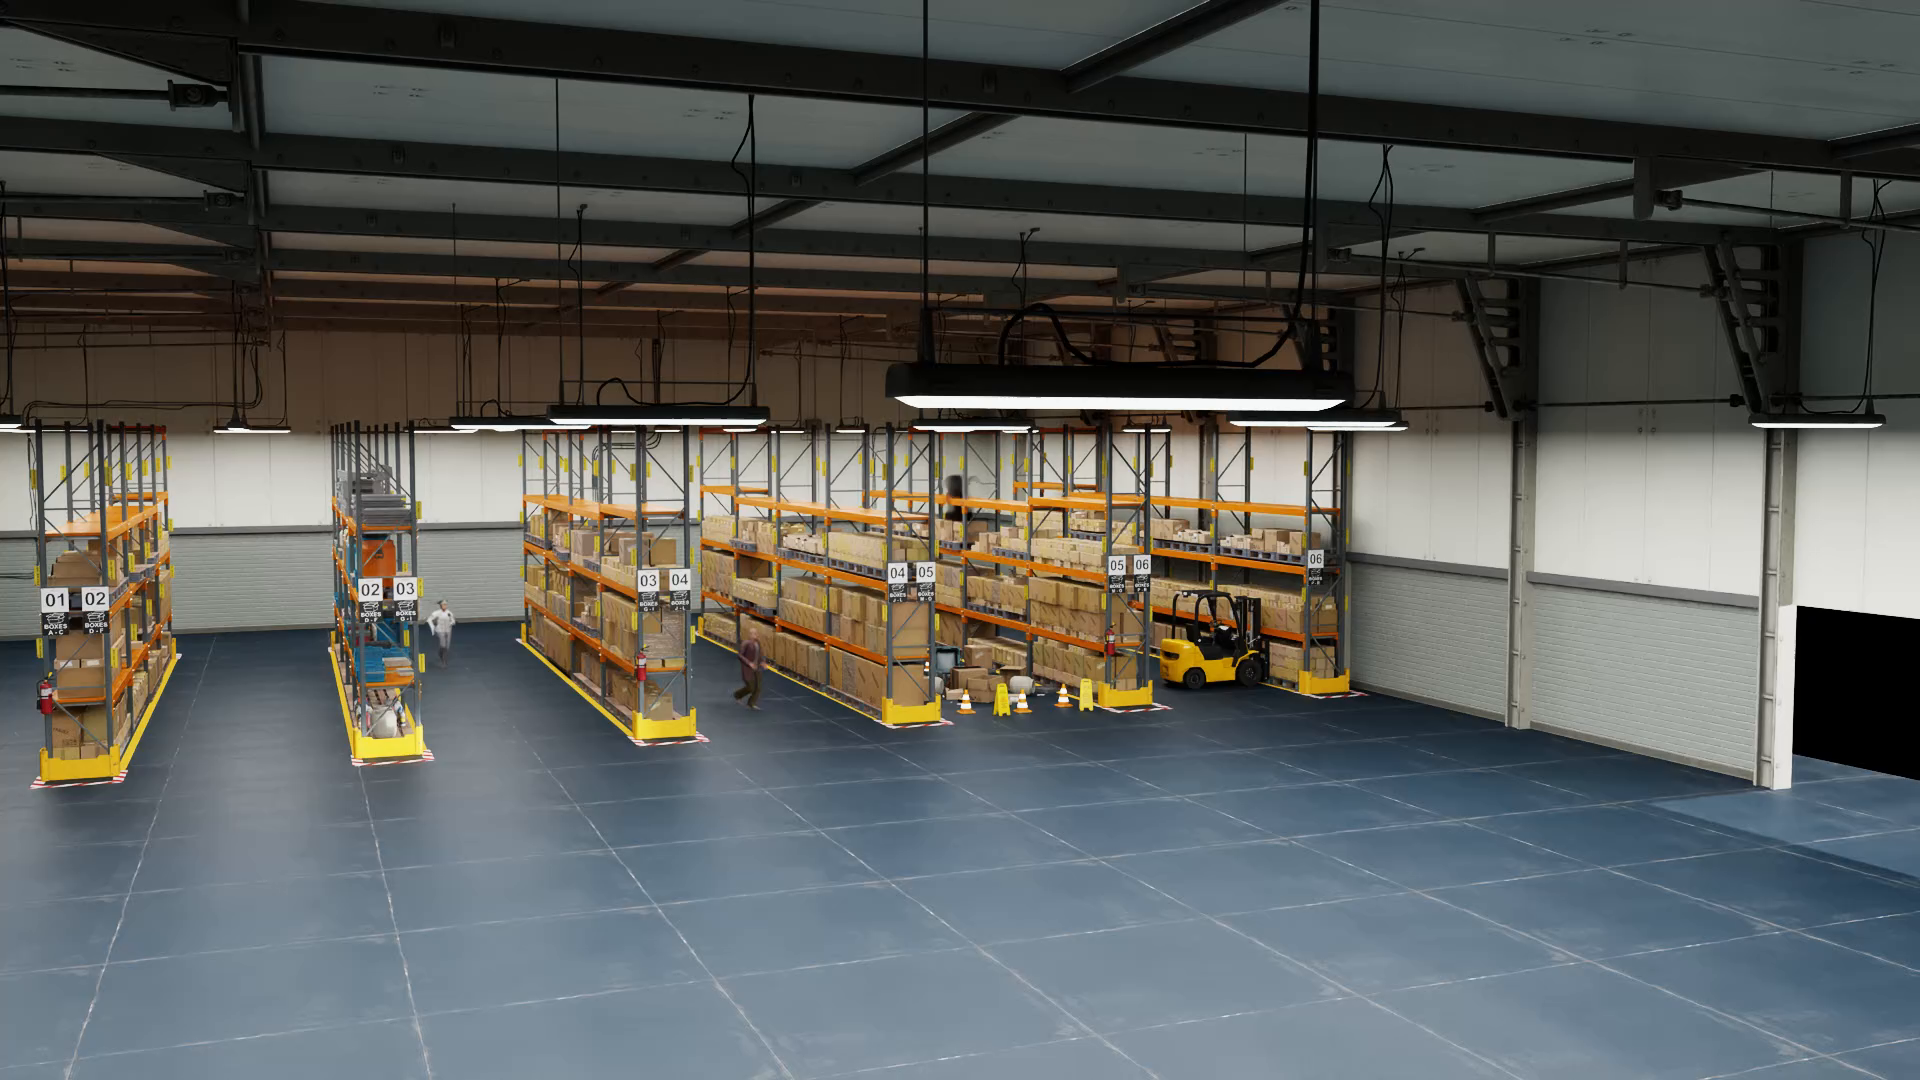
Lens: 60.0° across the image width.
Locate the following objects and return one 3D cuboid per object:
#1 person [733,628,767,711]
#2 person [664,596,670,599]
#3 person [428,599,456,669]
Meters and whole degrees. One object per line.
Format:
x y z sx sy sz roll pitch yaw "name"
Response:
-4.429 2.698 34.798 0.749 1.728 0.710 3 5 39 "person"
-8.200 1.938 46.540 0.688 1.789 0.722 -2 4 -29 "person"
-12.756 2.315 41.071 0.596 1.718 0.694 -3 4 -37 "person"
